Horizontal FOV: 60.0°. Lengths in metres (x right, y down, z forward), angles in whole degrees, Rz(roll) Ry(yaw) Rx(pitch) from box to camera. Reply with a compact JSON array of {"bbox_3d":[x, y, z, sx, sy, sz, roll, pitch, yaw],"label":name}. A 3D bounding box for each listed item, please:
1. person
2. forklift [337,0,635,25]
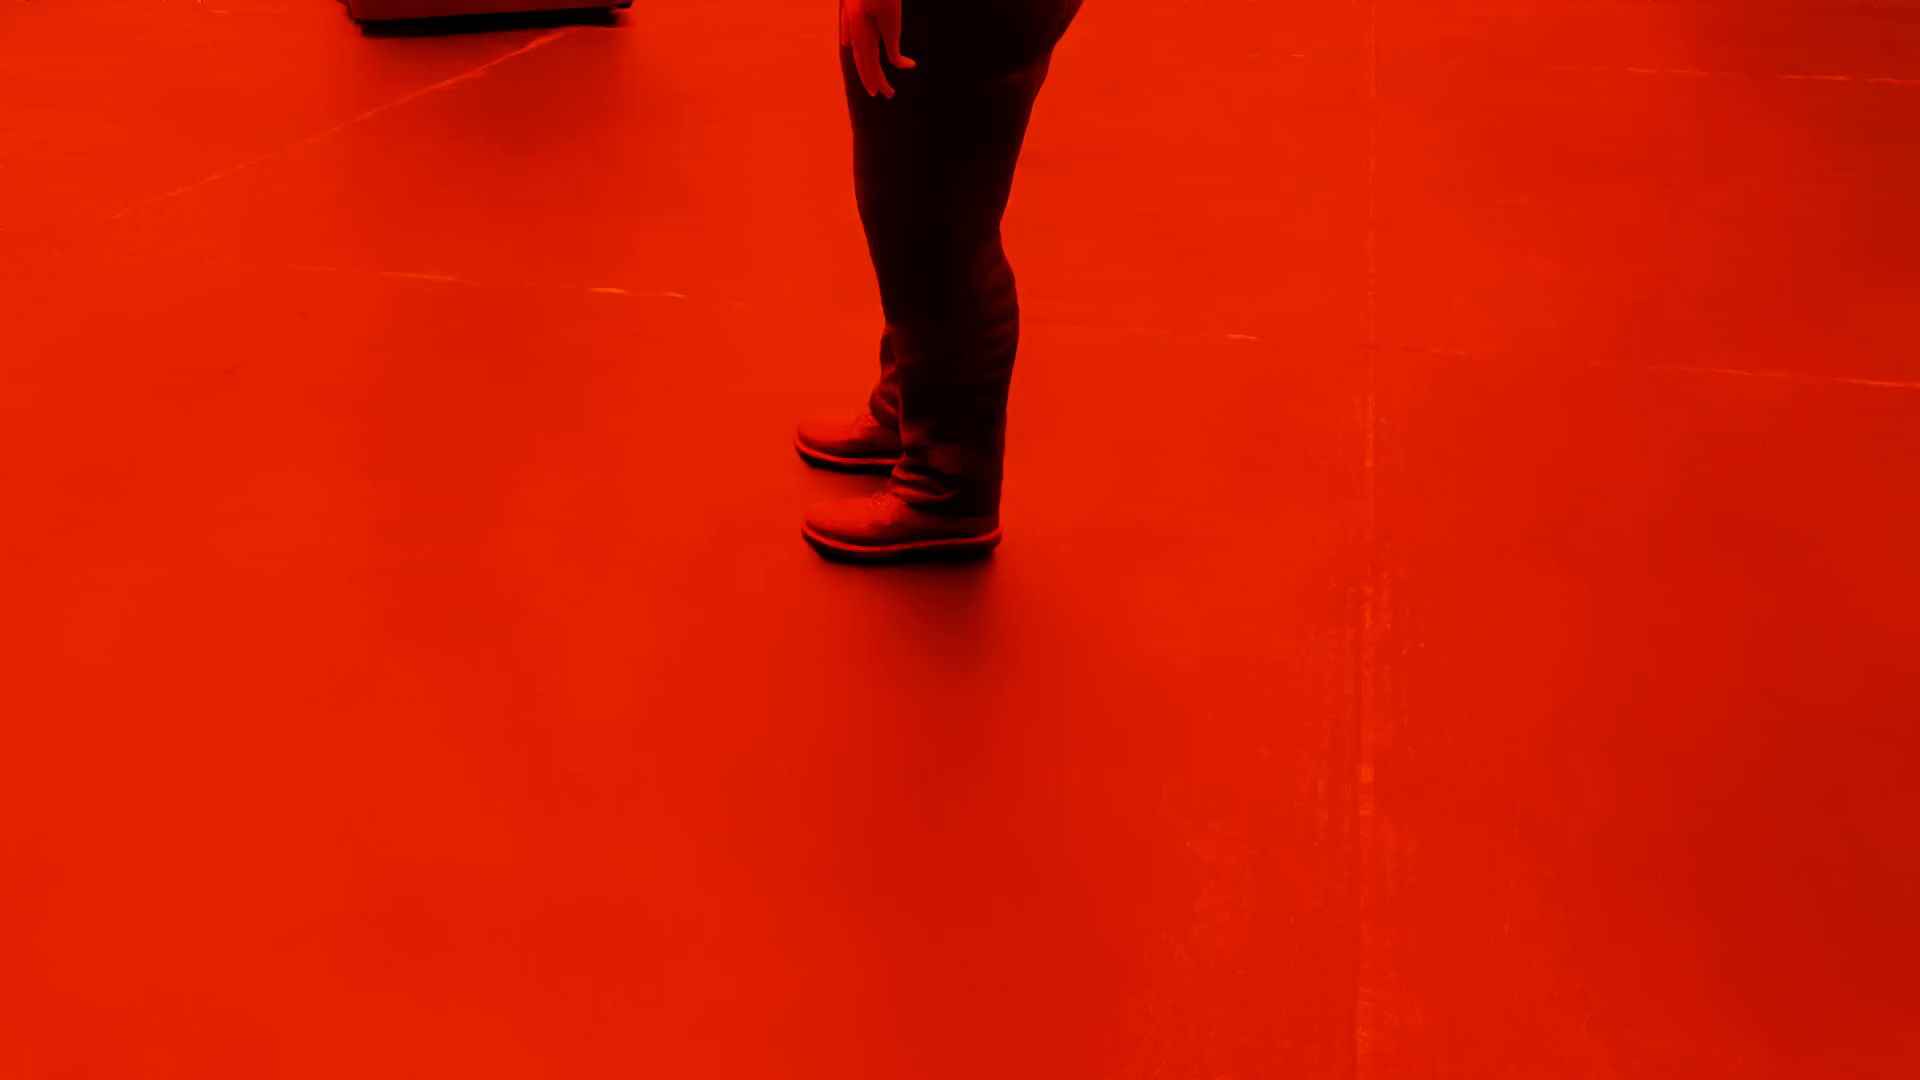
[{"bbox_3d":[-0.083,-0.756,2.166,0.502,1.640,0.599,6,27,11],"label":"person"},{"bbox_3d":[-2.300,-3.875,6.927,1.130,2.935,3.031,-10,29,-20],"label":"forklift"}]
